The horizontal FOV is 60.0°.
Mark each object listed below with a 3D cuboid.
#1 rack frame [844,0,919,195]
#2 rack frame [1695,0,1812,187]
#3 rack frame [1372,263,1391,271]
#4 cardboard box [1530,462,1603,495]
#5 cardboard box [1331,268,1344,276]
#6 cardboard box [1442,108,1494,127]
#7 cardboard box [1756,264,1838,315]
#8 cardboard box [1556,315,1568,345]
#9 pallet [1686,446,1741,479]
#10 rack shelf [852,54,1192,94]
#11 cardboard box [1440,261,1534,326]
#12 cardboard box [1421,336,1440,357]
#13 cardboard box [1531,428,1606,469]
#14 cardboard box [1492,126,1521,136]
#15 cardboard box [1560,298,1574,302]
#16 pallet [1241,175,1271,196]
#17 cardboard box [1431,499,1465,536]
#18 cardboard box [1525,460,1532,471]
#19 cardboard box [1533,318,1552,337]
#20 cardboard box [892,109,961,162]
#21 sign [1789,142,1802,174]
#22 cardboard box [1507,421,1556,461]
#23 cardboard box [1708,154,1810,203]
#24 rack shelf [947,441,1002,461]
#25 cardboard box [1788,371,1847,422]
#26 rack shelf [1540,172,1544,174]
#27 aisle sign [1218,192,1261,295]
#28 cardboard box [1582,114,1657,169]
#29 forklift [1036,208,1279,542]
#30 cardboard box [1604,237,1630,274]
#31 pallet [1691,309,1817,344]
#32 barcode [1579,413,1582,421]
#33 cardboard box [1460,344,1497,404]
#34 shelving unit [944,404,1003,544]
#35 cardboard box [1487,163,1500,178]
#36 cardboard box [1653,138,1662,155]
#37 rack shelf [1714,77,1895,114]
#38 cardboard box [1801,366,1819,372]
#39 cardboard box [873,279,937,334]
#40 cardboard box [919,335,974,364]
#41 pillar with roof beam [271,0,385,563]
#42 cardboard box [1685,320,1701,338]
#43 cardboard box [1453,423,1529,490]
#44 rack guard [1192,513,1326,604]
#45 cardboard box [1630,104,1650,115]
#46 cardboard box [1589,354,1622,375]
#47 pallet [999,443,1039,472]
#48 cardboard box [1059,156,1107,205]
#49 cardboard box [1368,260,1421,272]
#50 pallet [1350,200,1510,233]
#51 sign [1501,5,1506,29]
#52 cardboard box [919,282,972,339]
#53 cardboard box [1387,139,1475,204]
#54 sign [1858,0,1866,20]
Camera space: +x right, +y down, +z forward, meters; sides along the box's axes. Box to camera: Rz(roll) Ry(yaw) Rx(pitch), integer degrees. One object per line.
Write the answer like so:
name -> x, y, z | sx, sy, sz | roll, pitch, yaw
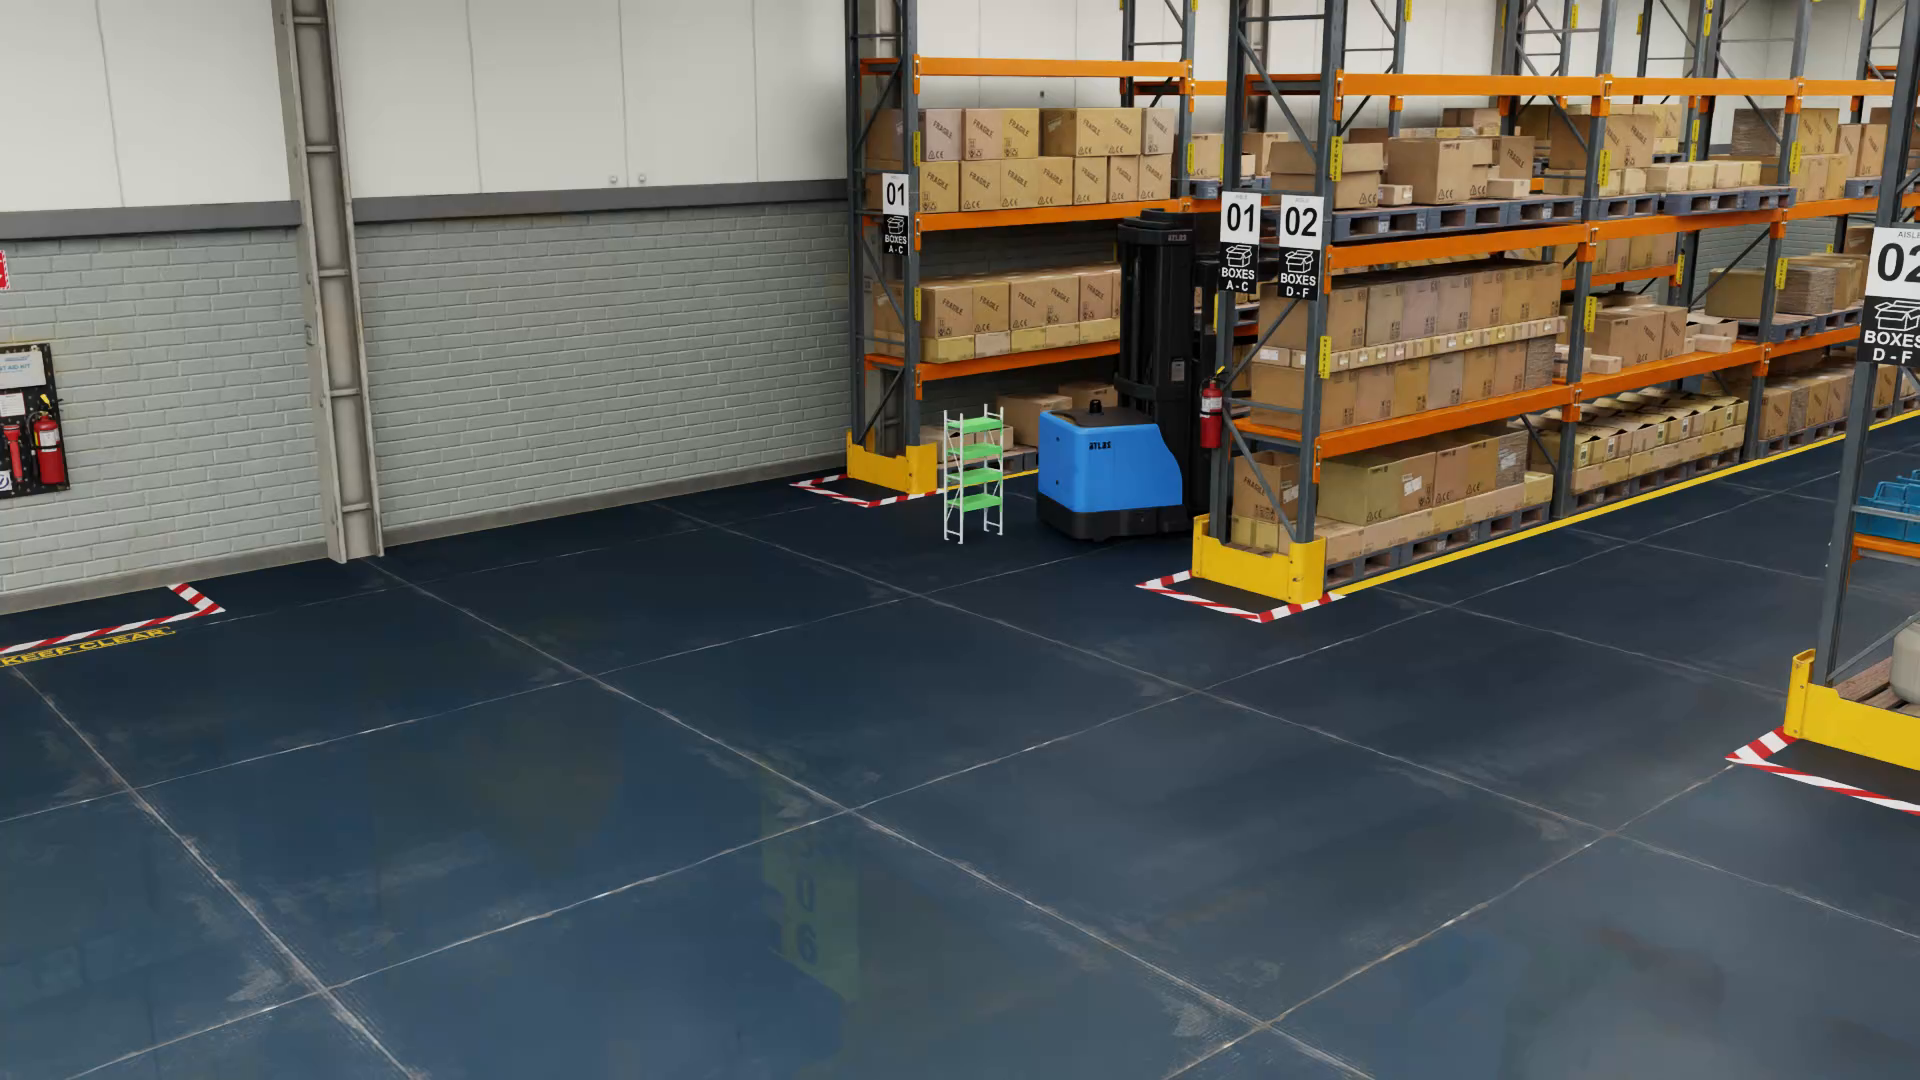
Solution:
rack frame -> -0.779, -4.935, 16.288 | 0.127, 3.000, 1.000 | -13, 19, -39
rack frame -> 8.511, -5.326, 17.753 | 0.127, 3.000, 1.000 | -13, 19, -39
rack frame -> 5.256, -3.392, 22.135 | 0.127, 3.000, 1.000 | -13, 19, -39
cardboard box -> 5.960, -0.645, 16.366 | 0.500, 0.250, 0.500 | -13, 20, -41
cardboard box -> 4.504, -3.471, 21.386 | 0.700, 0.500, 0.500 | 14, 20, 42
cardboard box -> 7.117, -5.922, 23.295 | 0.500, 0.250, 0.500 | -13, 20, -41
cardboard box -> 9.727, -2.926, 19.383 | 0.500, 0.500, 0.700 | -9, 17, -29
cardboard box -> 8.905, -3.171, 25.340 | 0.500, 0.500, 0.700 | -12, 19, -39
pallet -> 7.864, -0.949, 18.394 | 1.213, 0.211, 1.003 | -13, 19, -39
rack shelf -> 0.730, -4.925, 17.649 | 4.000, 0.370, 1.077 | -13, 19, -39
cardboard box -> 4.782, -2.263, 15.203 | 0.500, 0.500, 0.700 | -13, 20, -39
cardboard box -> 3.883, -1.678, 14.267 | 0.250, 0.149, 0.380 | -13, 20, -40
cardboard box -> 5.968, -0.917, 16.299 | 0.500, 0.311, 0.500 | -13, 19, -39
cardboard box -> 7.538, -5.652, 23.737 | 0.500, 0.500, 0.700 | -14, 20, -42
cardboard box -> 9.451, -3.676, 25.972 | 0.250, 0.149, 0.380 | -12, 19, -39
pallet -> 3.555, -4.333, 20.210 | 1.003, 0.211, 1.213 | -13, 19, -39
cardboard box -> 4.159, -0.249, 14.882 | 0.500, 0.250, 0.500 | -13, 19, -39
cardboard box -> 5.616, -0.752, 16.765 | 0.500, 0.250, 0.500 | -13, 20, -40
cardboard box -> 5.241, -1.983, 15.410 | 0.250, 0.149, 0.380 | -13, 20, -41
cardboard box -> -0.329, -4.045, 16.597 | 0.500, 0.500, 0.500 | 14, 21, 43
sign -> 8.869, -4.056, 17.654 | 0.005, 0.325, 0.100 | -13, 19, -39
cardboard box -> 5.610, -1.020, 16.685 | 0.500, 0.311, 0.500 | -13, 19, -39
cardboard box -> 8.818, -4.006, 18.429 | 0.500, 0.500, 0.910 | -13, 19, -39
rack shelf -> 0.125, -0.778, 15.155 | 0.480, 0.148, 0.258 | -13, 19, -39
cardboard box -> 10.205, -1.718, 19.859 | 0.500, 0.500, 0.500 | -14, 20, -41
rack shelf -> 9.782, -5.510, 25.646 | 4.000, 0.370, 1.077 | -13, 19, -39
aisle sign -> 2.233, -2.375, 13.291 | 0.004, 0.787, 0.394 | -13, 19, -39
cardboard box -> 6.399, -3.890, 16.212 | 0.500, 0.500, 0.500 | -10, 18, -34
forklift -> 2.302, -1.603, 15.573 | 3.031, 2.935, 1.130 | -5, 16, -18
cardboard box -> 9.790, -4.551, 25.893 | 0.700, 0.700, 0.980 | -14, 20, -42
pallet -> 8.976, -2.464, 19.033 | 1.003, 0.211, 1.213 | -13, 19, -39
barcode -> 5.959, -1.181, 15.991 | 0.075, 0.075, 0.001 | -13, 19, -39
cardboard box -> 4.388, -1.547, 15.037 | 0.500, 0.500, 0.700 | -12, 19, -39
shelving unit -> 0.125, -0.608, 15.200 | 0.503, 1.200, 0.258 | -13, 19, -39
cardboard box -> 4.533, -3.302, 15.073 | 0.500, 0.311, 0.500 | -14, 20, -42
cardboard box -> 10.521, -6.111, 25.785 | 0.500, 0.250, 0.500 | -14, 20, -41
rack shelf -> 10.019, -5.124, 19.166 | 4.000, 0.370, 1.077 | -13, 19, -39
cardboard box -> 10.226, -1.900, 20.543 | 0.500, 0.500, 0.500 | -12, 19, -39
cardboard box -> -0.563, -2.457, 17.436 | 0.500, 0.500, 0.500 | -13, 20, -40
cardboard box -> -0.202, -1.995, 17.157 | 0.500, 0.250, 0.500 | -13, 20, -41
pillar with roof beam -> -2.519, -3.367, 10.419 | 0.400, 9.000, 9.100 | -13, 19, -39
cardboard box -> 7.709, -2.271, 18.113 | 0.500, 0.311, 0.500 | -13, 20, -40
cardboard box -> 4.902, -0.784, 15.432 | 0.500, 0.500, 0.500 | -13, 19, -39
rack guard -> 2.457, 0.139, 13.761 | 0.348, 0.500, 1.175 | -13, 19, -39
cardboard box -> 10.145, -6.387, 25.368 | 0.500, 0.500, 0.500 | -14, 20, -42
cardboard box -> 6.296, -1.739, 16.436 | 0.250, 0.149, 0.380 | -13, 19, -39
pallet -> 0.834, -1.039, 18.729 | 1.213, 0.211, 1.003 | -13, 19, -39
cardboard box -> 1.237, -3.903, 18.005 | 0.500, 0.500, 0.500 | -14, 20, -41
cardboard box -> 5.790, -3.626, 22.203 | 0.500, 0.500, 0.500 | -12, 19, -38
pallet -> 3.947, -2.802, 14.285 | 1.213, 0.211, 1.003 | -13, 19, -39
sign -> 7.928, -7.608, 24.177 | 0.005, 0.325, 0.100 | -13, 19, -39
cardboard box -> -0.222, -2.358, 17.065 | 0.500, 0.500, 0.500 | -13, 19, -39
cardboard box -> 3.908, -3.069, 13.835 | 0.500, 0.500, 0.500 | -13, 19, -39
sign -> 11.186, -6.602, 20.566 | 0.005, 0.325, 0.100 | -13, 19, -39
